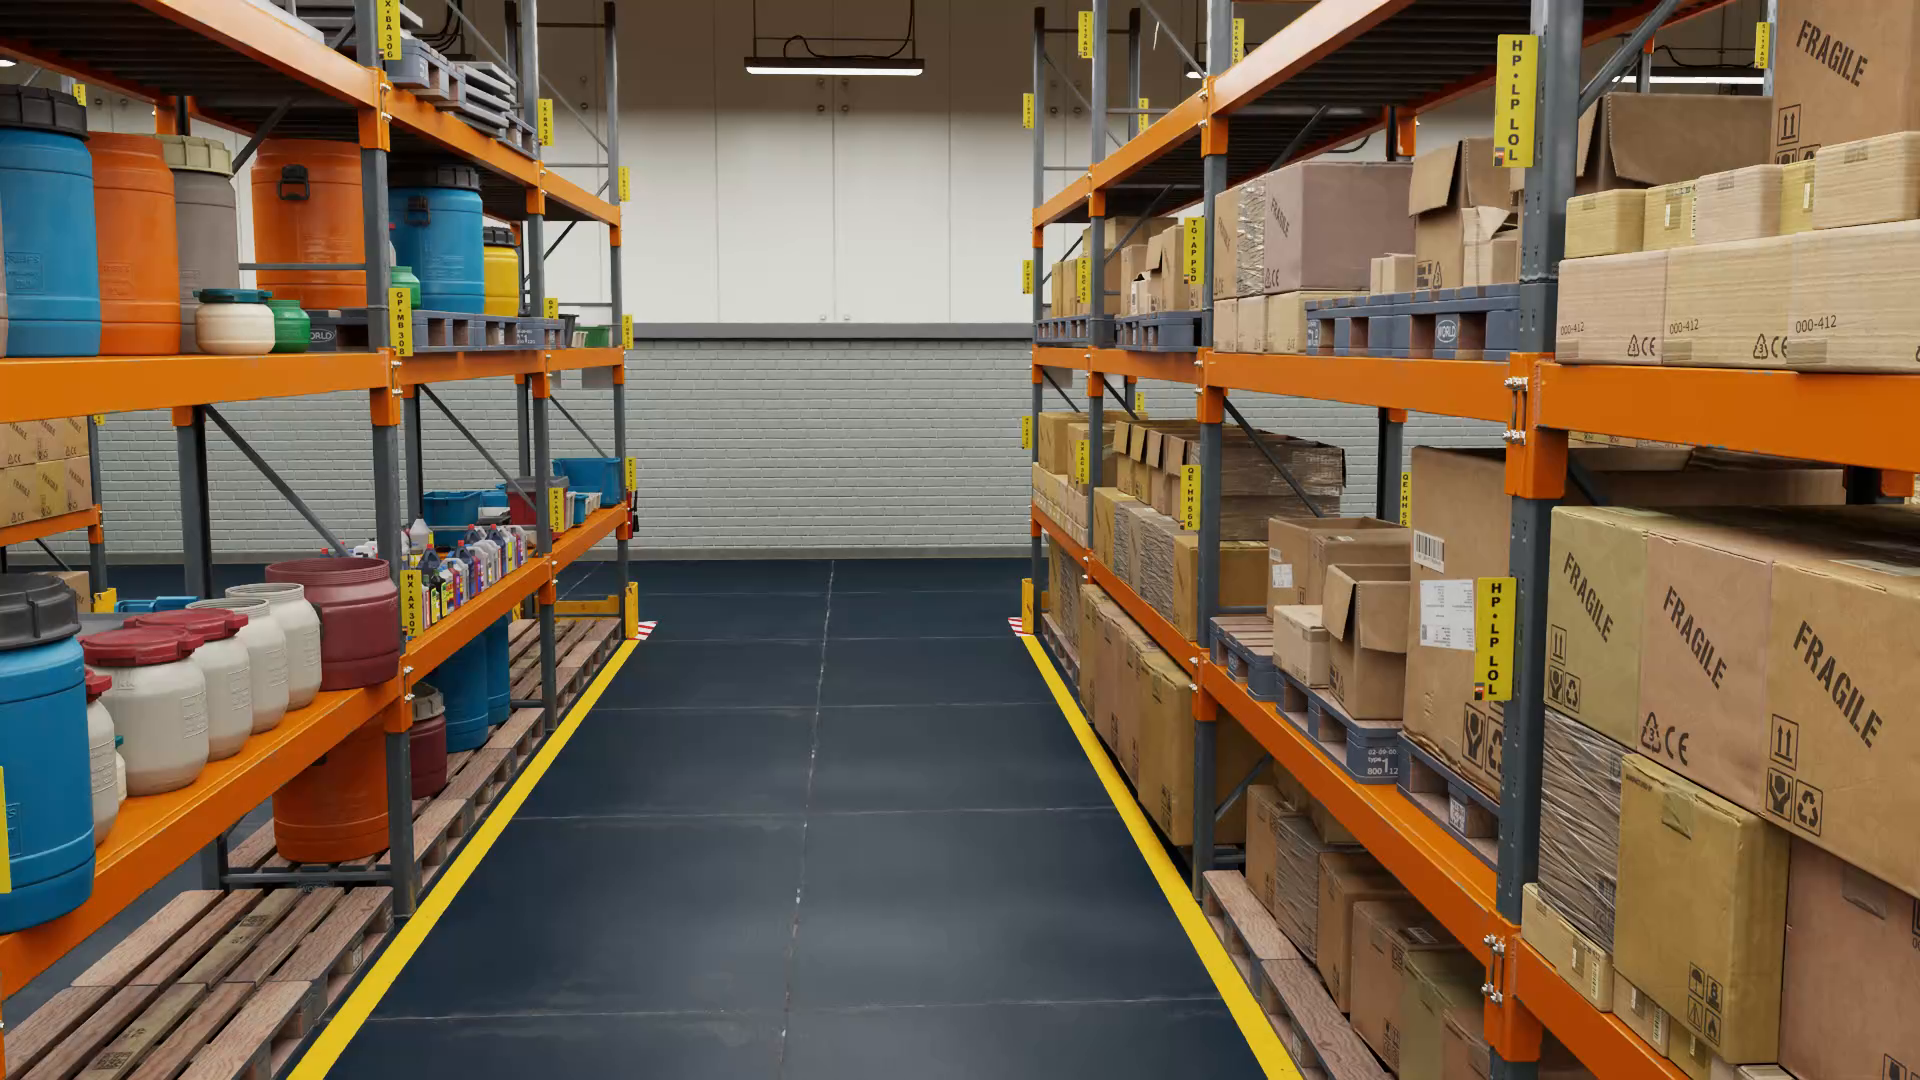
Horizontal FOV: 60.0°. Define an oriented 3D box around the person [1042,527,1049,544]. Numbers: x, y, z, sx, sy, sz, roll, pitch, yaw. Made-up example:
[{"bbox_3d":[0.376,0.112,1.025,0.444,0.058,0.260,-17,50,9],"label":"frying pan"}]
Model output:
[{"bbox_3d":[1.068,-0.102,17.482,0.461,1.772,0.580,0,7,-3],"label":"person"}]
